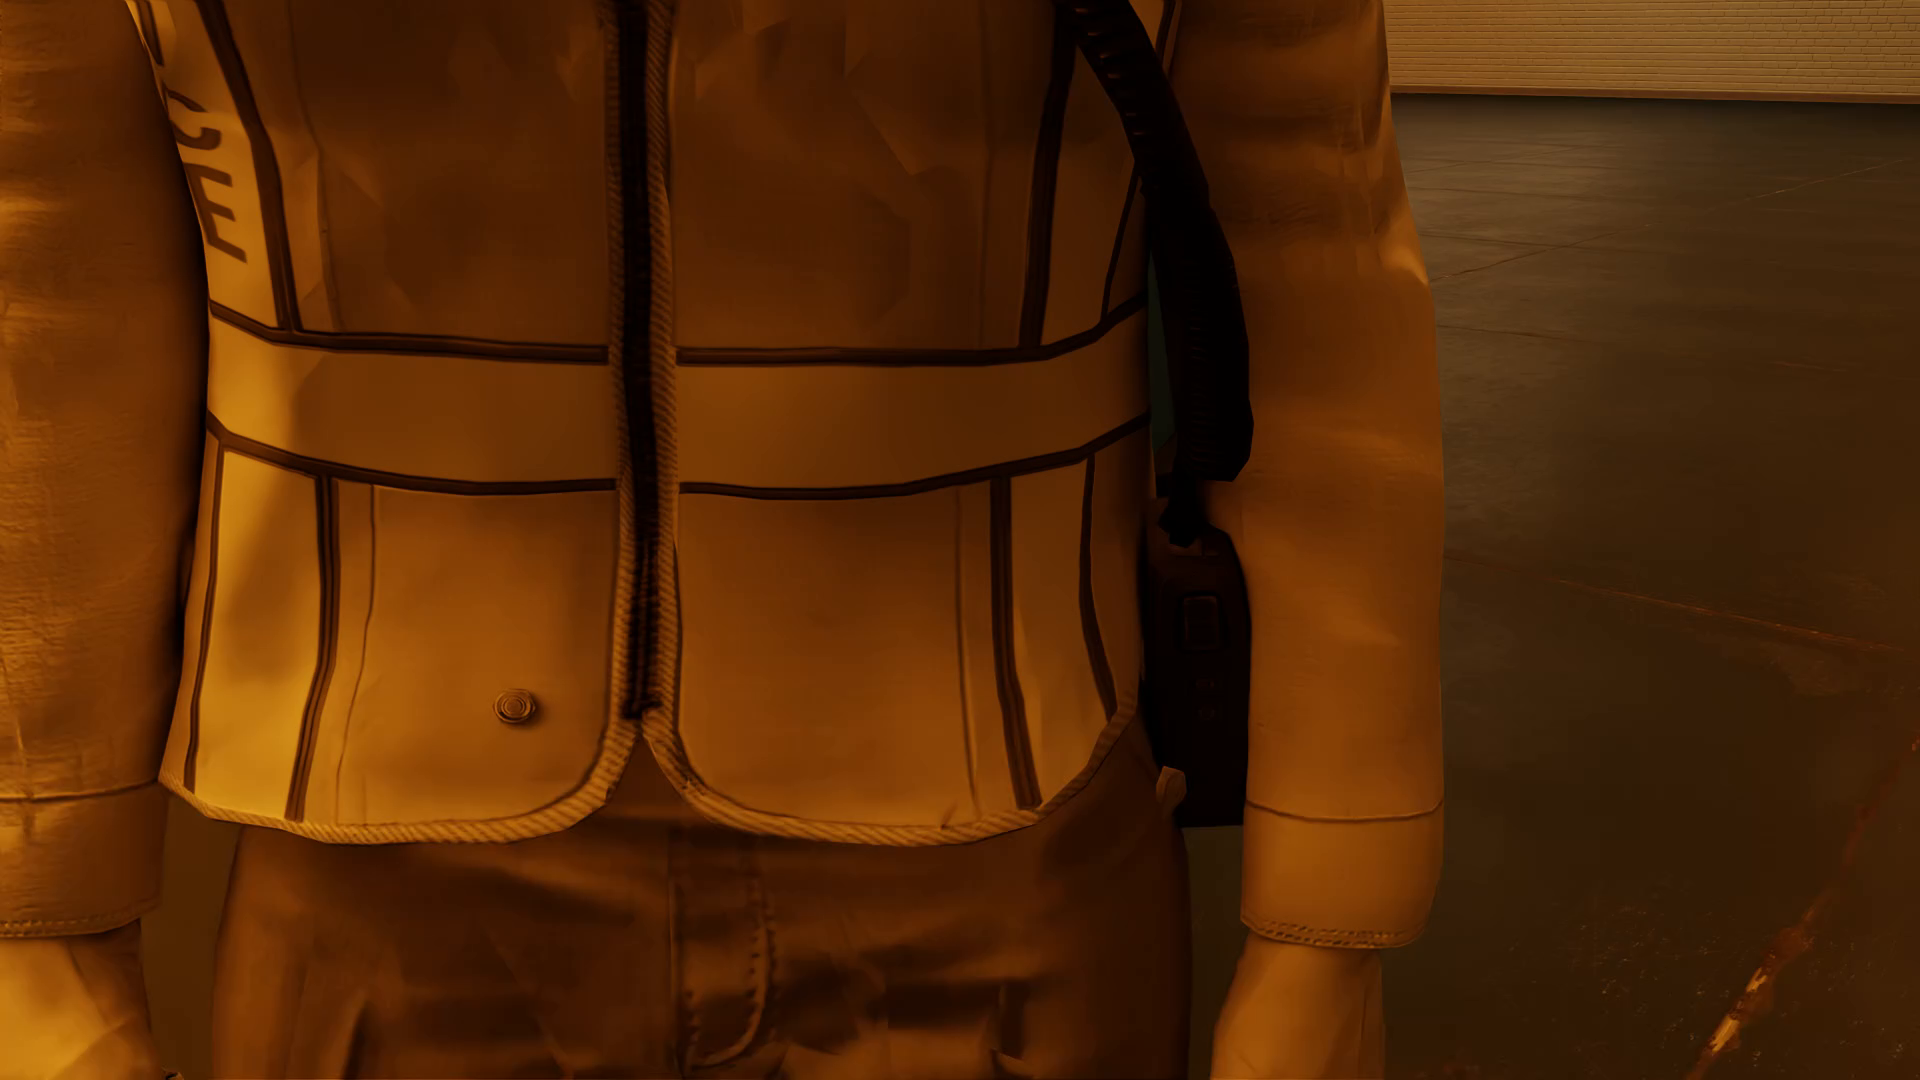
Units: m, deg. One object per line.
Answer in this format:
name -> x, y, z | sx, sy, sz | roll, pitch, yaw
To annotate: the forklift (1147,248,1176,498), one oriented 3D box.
forklift -> 0.182, -1.571, 4.072 | 1.130, 2.935, 3.031 | 5, 18, 17
